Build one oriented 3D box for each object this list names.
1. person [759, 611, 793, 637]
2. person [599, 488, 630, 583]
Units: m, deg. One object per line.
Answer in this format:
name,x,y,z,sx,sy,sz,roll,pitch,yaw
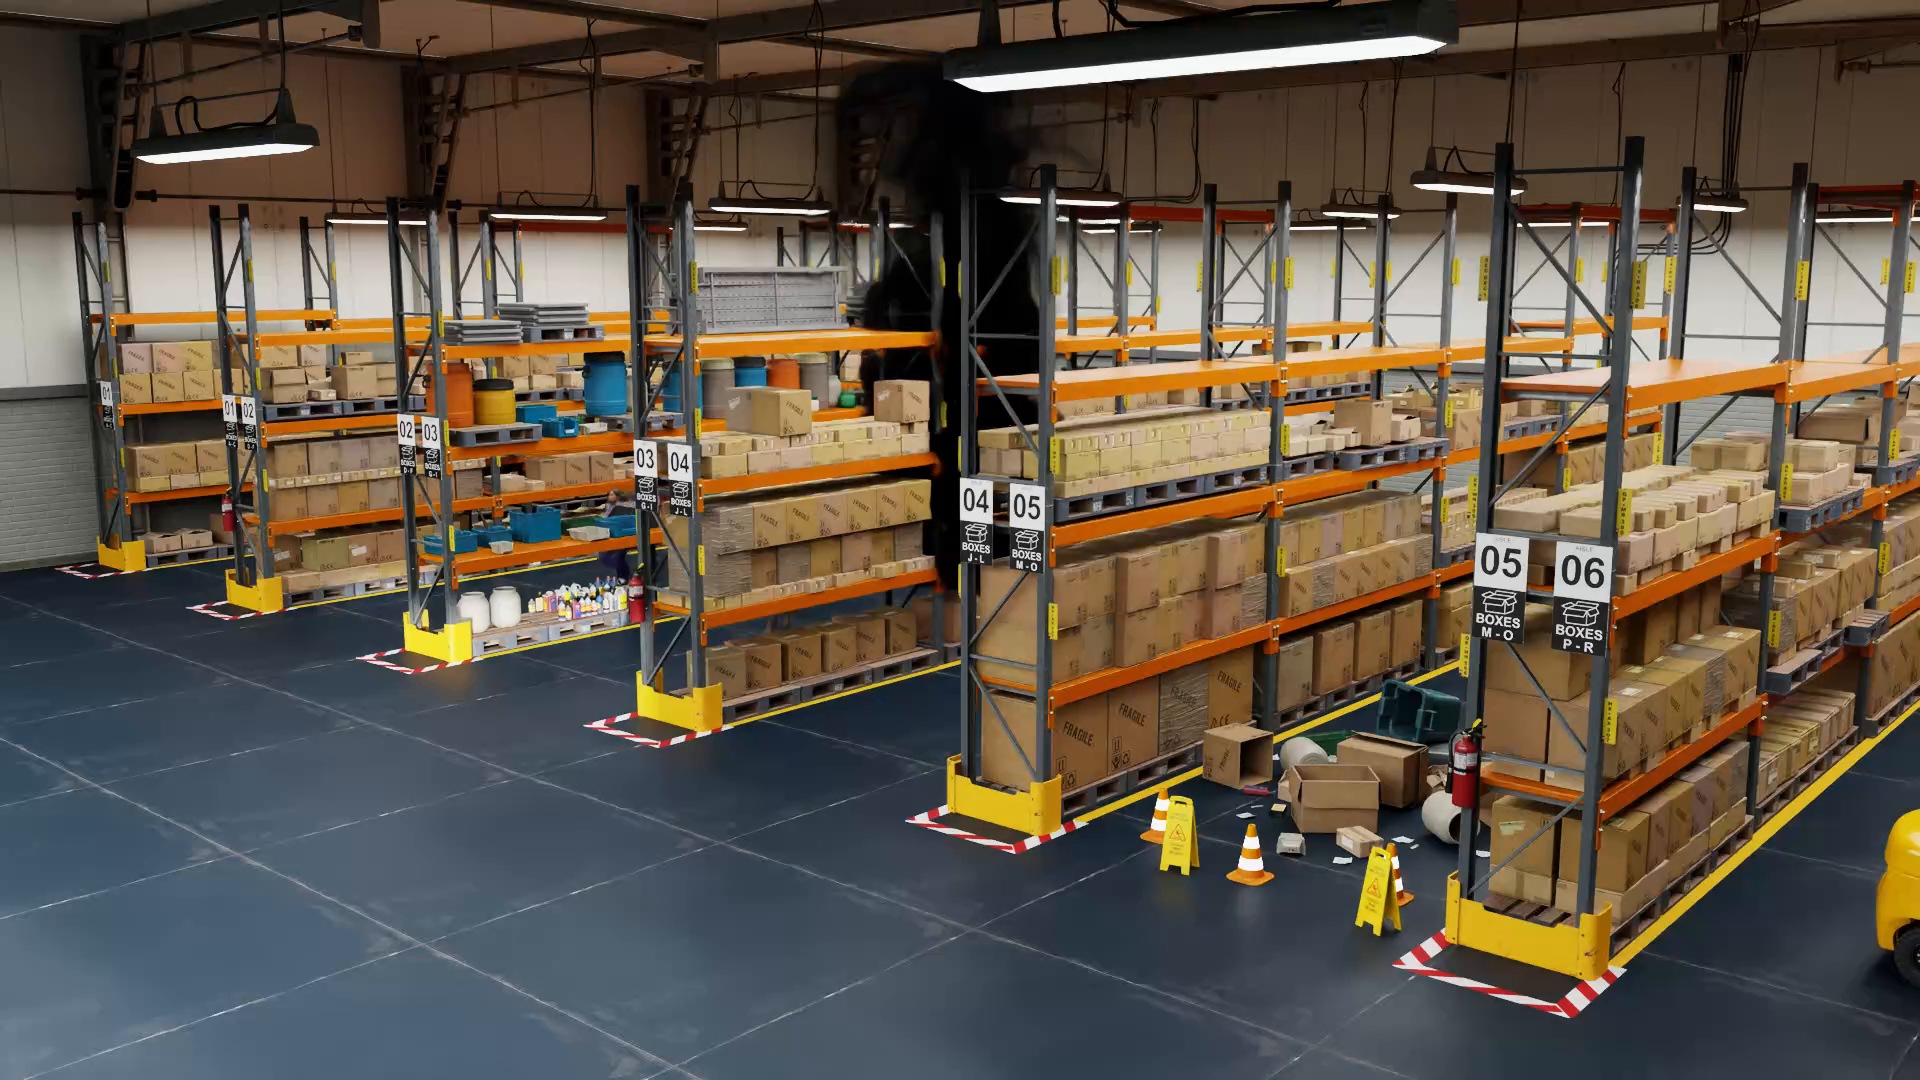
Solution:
person,-2.437,0.409,22.113,0.561,1.668,0.820,5,11,29
person,-5.544,-0.036,26.664,0.592,1.598,0.580,6,11,33
